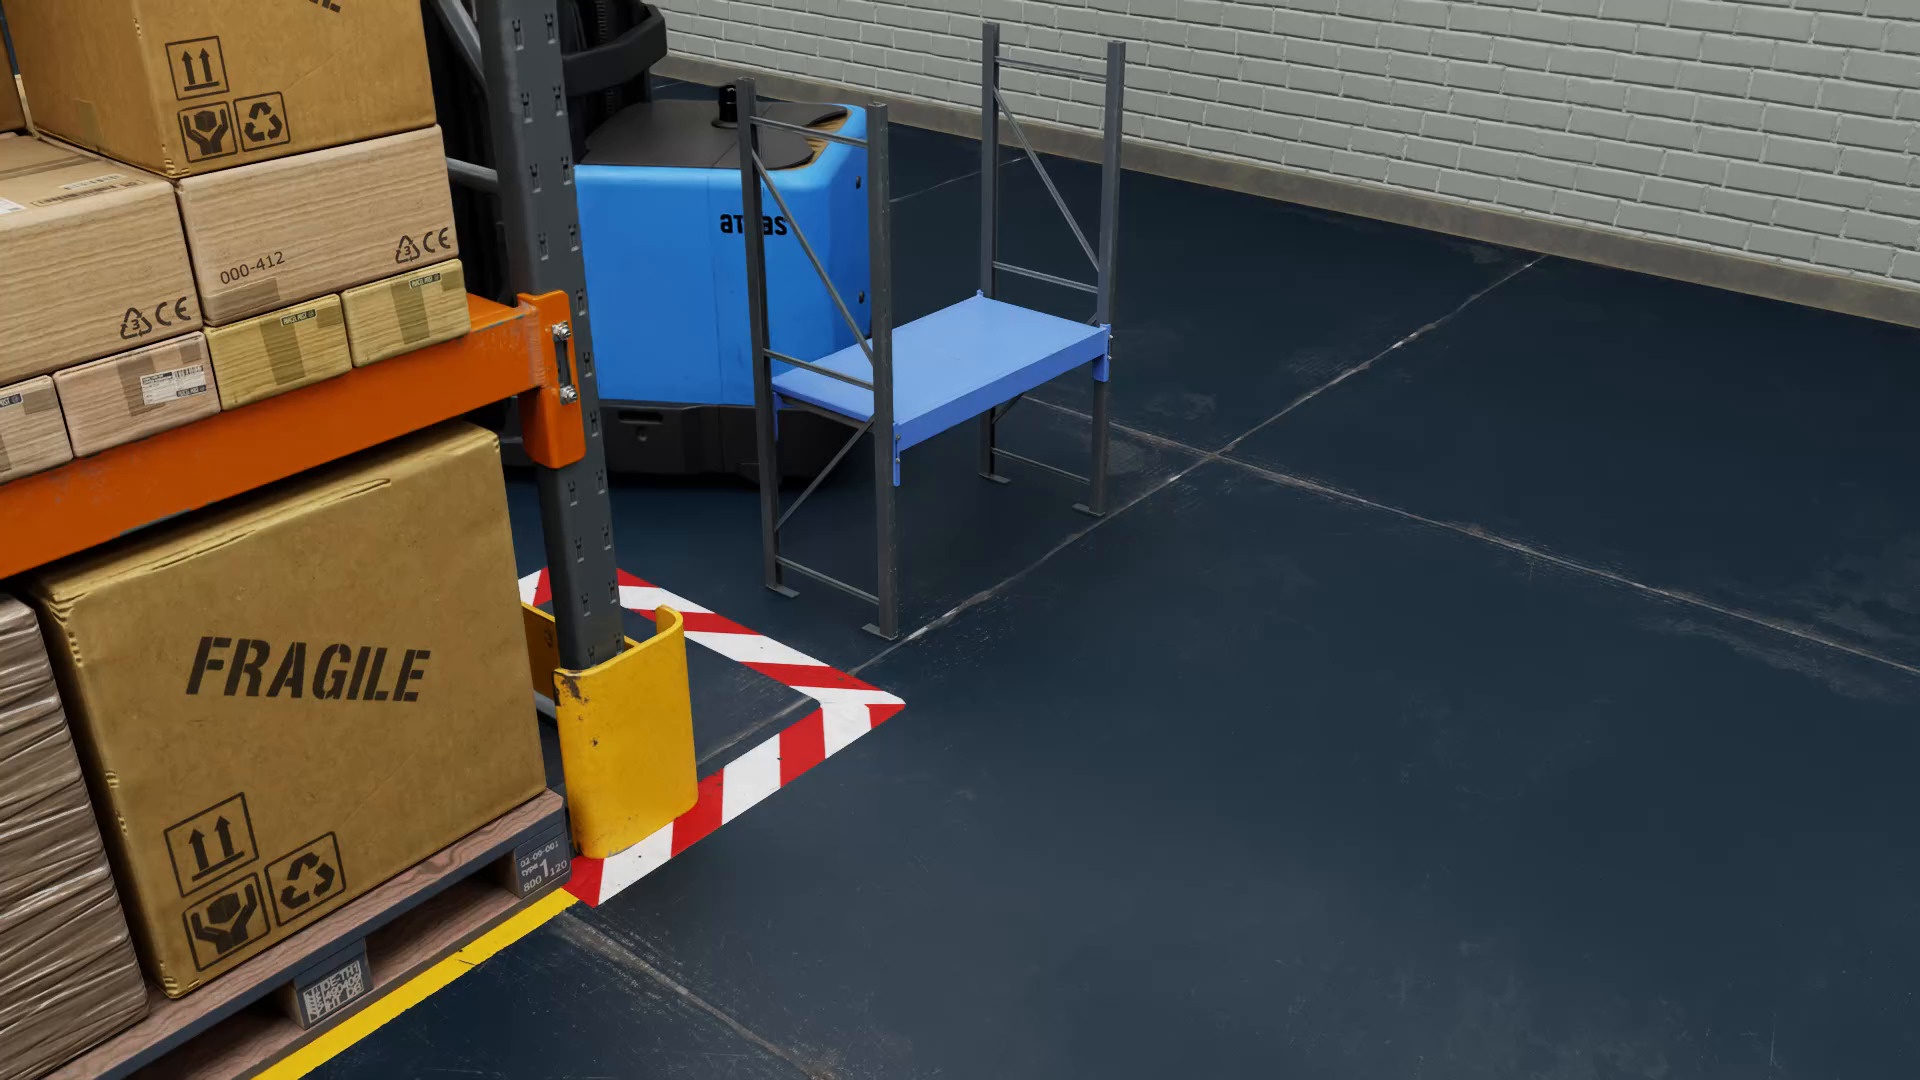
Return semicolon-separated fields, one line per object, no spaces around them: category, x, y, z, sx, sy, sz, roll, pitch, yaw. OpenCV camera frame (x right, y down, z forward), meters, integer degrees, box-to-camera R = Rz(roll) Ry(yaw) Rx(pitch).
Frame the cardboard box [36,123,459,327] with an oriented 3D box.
cardboard box;-1.287;-0.624;3.032;0.500;0.250;0.500;20;33;34

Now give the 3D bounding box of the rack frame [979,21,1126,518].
rack frame;0.269;-0.816;5.195;0.500;1.500;0.032;21;34;34

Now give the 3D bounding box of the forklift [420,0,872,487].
forklift;-1.847;-1.763;5.469;3.031;2.935;1.130;3;28;6

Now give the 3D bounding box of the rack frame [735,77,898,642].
rack frame;-0.378;-0.456;4.499;0.500;1.500;0.032;21;34;34

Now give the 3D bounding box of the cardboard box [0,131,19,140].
cardboard box;-2.023;-0.596;2.978;0.500;0.250;0.500;20;34;34

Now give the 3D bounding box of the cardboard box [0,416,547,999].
cardboard box;-1.529;0.199;3.456;0.875;0.875;0.875;21;34;34

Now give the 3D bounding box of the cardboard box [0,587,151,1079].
cardboard box;-2.108;0.522;2.832;0.875;0.875;0.875;21;34;34

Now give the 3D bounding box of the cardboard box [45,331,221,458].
cardboard box;-1.481;-0.292;2.824;0.380;0.149;0.250;21;34;35

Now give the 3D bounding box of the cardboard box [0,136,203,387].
cardboard box;-1.610;-0.445;2.685;0.500;0.250;0.500;20;33;34

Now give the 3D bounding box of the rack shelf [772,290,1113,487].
rack shelf;-0.054;-0.476;4.930;0.538;0.185;1.000;21;34;34

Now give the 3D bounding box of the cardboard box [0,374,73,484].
cardboard box;-1.641;-0.204;2.654;0.380;0.149;0.250;21;34;35

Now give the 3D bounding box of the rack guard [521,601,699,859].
rack guard;-1.168;0.293;4.139;1.175;0.500;0.348;21;34;34

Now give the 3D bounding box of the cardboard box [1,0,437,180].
cardboard box;-1.291;-0.957;2.859;0.500;0.500;0.500;21;34;35

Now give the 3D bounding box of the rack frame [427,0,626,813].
rack frame;-1.183;-0.808;3.548;1.000;3.000;0.127;21;34;34

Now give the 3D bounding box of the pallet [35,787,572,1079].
pallet;-1.632;0.737;3.596;1.003;0.211;1.213;21;34;34

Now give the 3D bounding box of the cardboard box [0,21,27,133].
cardboard box;-2.015;-0.938;2.823;0.500;0.500;0.500;20;33;33

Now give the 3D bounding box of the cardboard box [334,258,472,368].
cardboard box;-1.156;-0.474;3.176;0.380;0.149;0.250;22;34;35

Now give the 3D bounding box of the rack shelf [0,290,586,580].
rack shelf;-2.456;0.220;2.342;1.077;0.370;4.000;21;34;34

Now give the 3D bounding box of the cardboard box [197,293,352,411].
cardboard box;-1.320;-0.382;2.996;0.380;0.149;0.250;21;34;35

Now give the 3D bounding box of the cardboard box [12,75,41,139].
cardboard box;-1.697;-0.783;3.338;0.500;0.250;0.500;20;33;33

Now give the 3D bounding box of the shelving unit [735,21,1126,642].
shelving unit;-0.054;-0.636;4.847;0.538;1.500;1.048;21;34;34
